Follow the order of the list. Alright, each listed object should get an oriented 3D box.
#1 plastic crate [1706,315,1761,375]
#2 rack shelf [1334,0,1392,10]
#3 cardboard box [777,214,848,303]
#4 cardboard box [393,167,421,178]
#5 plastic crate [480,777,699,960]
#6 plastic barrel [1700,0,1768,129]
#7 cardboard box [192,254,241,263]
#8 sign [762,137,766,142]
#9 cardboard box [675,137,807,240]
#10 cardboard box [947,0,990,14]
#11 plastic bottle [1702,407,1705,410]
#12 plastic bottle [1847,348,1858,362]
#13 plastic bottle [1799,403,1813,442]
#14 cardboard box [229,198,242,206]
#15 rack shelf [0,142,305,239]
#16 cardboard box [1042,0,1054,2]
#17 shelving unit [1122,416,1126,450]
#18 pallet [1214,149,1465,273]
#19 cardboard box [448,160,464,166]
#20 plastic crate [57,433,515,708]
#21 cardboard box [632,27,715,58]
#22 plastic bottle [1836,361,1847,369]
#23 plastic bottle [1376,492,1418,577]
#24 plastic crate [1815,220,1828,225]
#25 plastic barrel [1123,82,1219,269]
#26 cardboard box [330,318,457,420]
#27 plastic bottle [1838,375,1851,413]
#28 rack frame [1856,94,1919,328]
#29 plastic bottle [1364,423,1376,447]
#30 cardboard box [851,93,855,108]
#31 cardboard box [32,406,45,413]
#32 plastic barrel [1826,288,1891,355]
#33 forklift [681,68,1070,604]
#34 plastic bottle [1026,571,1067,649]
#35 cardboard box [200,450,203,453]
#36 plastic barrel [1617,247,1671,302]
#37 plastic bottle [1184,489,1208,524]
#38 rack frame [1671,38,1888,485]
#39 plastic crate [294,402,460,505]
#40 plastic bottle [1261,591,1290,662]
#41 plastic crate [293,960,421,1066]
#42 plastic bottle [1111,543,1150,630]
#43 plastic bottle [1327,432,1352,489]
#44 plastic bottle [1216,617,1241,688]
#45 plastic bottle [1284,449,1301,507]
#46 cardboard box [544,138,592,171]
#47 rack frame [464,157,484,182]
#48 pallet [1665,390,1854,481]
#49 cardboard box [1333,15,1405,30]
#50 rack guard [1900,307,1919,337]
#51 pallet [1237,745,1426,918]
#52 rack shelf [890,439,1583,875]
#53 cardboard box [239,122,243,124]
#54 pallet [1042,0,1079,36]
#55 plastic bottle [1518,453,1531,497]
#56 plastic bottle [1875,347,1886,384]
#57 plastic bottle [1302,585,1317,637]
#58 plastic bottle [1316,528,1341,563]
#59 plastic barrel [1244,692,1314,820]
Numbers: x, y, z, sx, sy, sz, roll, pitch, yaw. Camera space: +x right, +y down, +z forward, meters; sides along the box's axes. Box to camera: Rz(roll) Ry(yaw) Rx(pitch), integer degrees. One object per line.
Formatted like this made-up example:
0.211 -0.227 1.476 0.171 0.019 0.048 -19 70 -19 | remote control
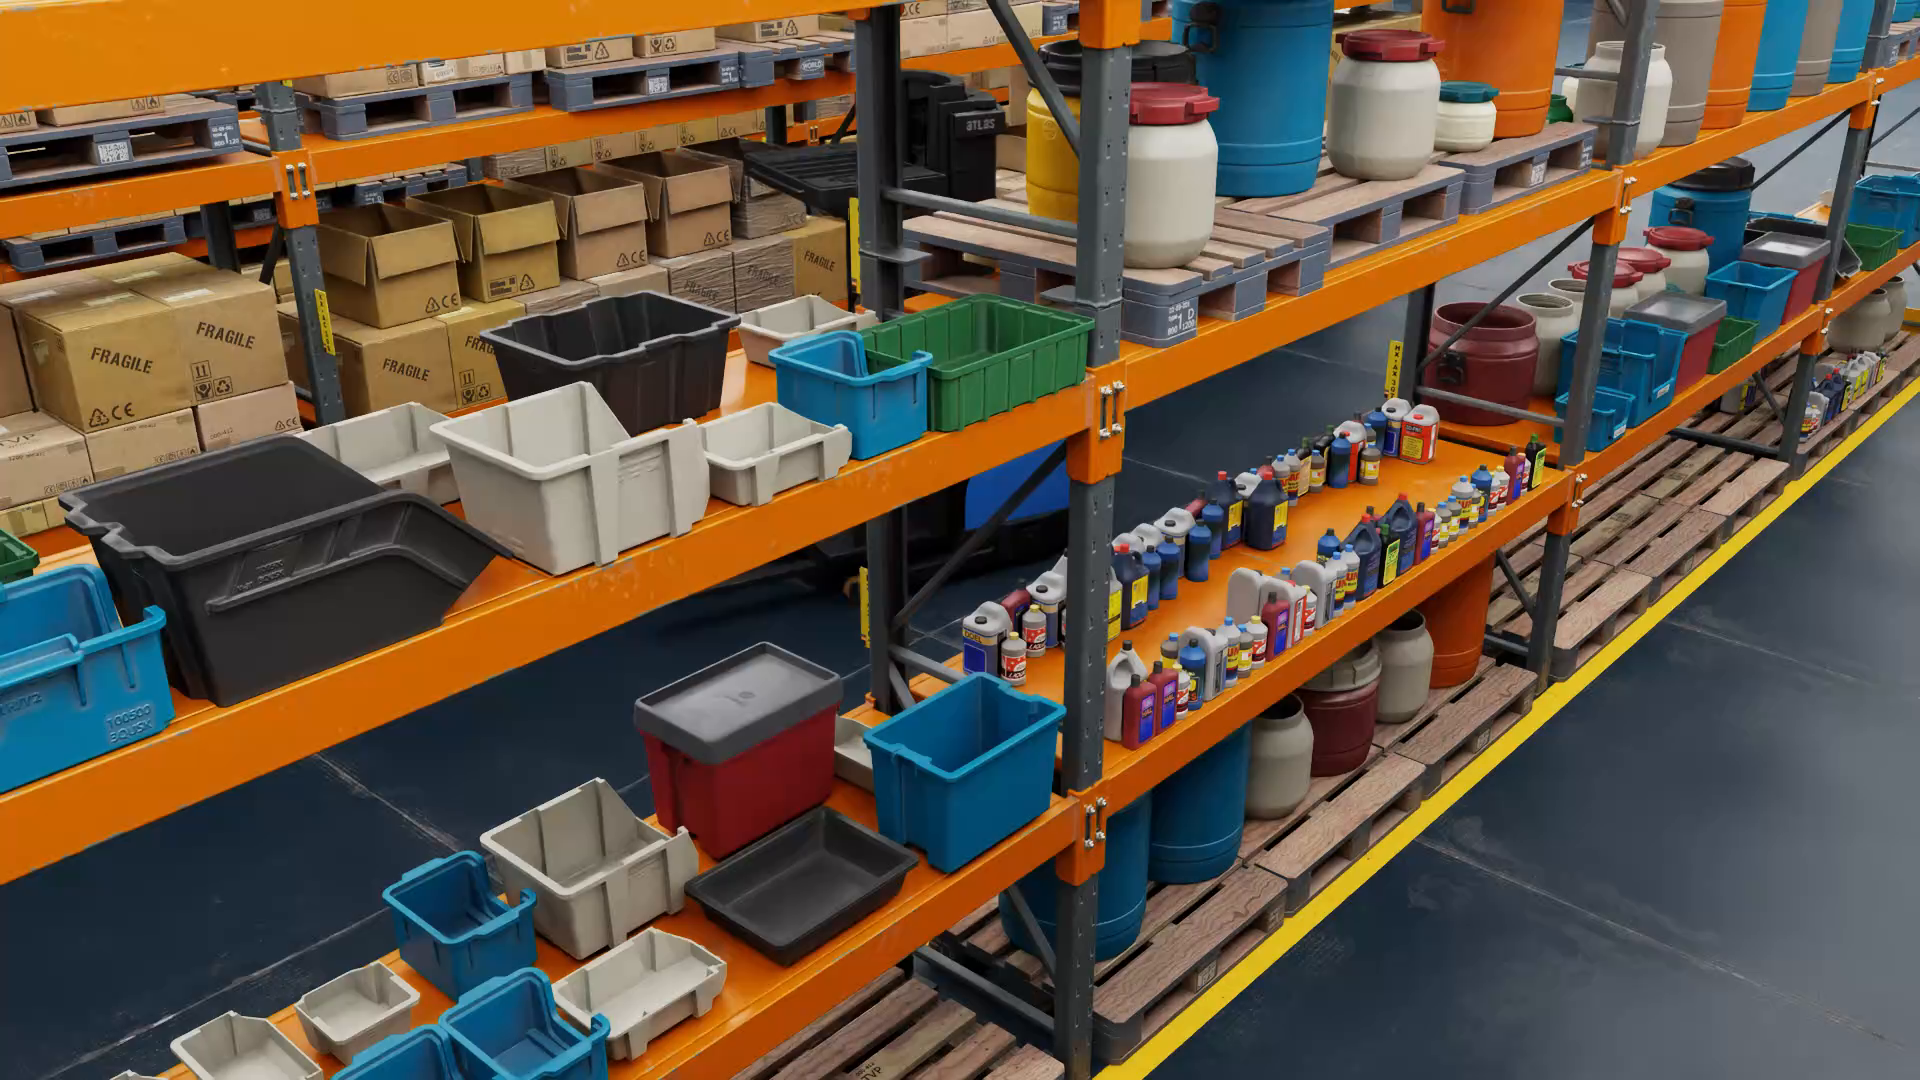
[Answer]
4.464 -1.196 10.011 0.450 0.188 0.662 20 31 38 | plastic crate
3.062 -4.903 15.232 1.077 0.370 4.000 20 31 38 | rack shelf
-1.087 -1.862 11.114 0.500 0.500 0.500 21 32 39 | cardboard box
-4.722 -3.146 13.893 0.380 0.149 0.250 20 31 37 | cardboard box
-1.080 0.978 4.973 0.437 0.282 0.530 20 31 38 | plastic crate
3.892 -2.637 8.773 0.600 0.830 0.708 20 31 38 | plastic barrel
-6.234 -2.208 13.633 0.500 0.250 0.500 19 30 35 | cardboard box
-1.353 -2.672 11.724 0.100 0.325 0.005 20 31 38 | sign
-1.442 -2.319 10.908 0.797 0.503 0.637 21 32 39 | cardboard box
-0.096 -3.903 11.390 0.500 0.500 0.500 20 31 38 | cardboard box
5.491 -1.099 12.316 0.061 0.283 0.133 22 32 40 | plastic bottle
6.918 -1.361 12.901 0.061 0.283 0.133 20 31 38 | plastic bottle
5.955 -0.834 11.740 0.097 0.271 0.097 0 24 0 | plastic bottle
-5.765 -2.672 12.836 0.380 0.149 0.250 19 31 37 | cardboard box
-4.947 -1.247 7.077 1.077 0.370 4.000 20 31 38 | rack shelf
0.550 -4.108 12.352 0.380 0.166 0.250 19 30 36 | cardboard box
0.708 -1.221 11.640 0.587 1.500 1.083 12 27 25 | shelving unit
1.282 -1.358 6.676 1.003 0.211 1.213 20 31 38 | pallet
-4.468 -3.676 15.159 0.500 0.500 0.500 20 31 38 | cardboard box
-1.369 0.025 3.438 0.504 0.338 0.767 20 31 38 | plastic crate
-1.806 -3.148 9.802 0.500 0.500 0.500 22 32 40 | cardboard box
6.800 -1.281 12.823 0.097 0.201 0.097 0 24 0 | plastic bottle
1.894 -0.034 7.221 0.144 0.351 0.185 20 31 38 | plastic bottle
6.311 -2.344 12.634 0.530 0.136 0.437 20 31 38 | plastic crate
0.615 -1.178 5.364 0.433 0.535 0.433 0 24 0 | plastic barrel
-3.119 -0.933 9.043 0.500 0.500 0.500 20 31 38 | cardboard box
6.531 -1.091 12.299 0.061 0.283 0.133 22 32 40 | plastic bottle
8.085 -3.119 14.041 1.000 3.000 0.127 20 31 38 | rack frame
2.054 -0.490 8.420 0.097 0.201 0.097 0 24 0 | plastic bottle
-1.311 -4.996 18.043 0.875 0.550 0.550 20 31 38 | cardboard box
-4.456 -0.661 8.378 0.500 0.250 0.500 20 31 37 | cardboard box
7.369 -1.802 13.629 0.421 0.512 0.421 0 24 0 | plastic barrel
-0.608 -1.202 9.848 3.031 2.935 1.130 -13 27 -27 | forklift
0.343 0.274 6.625 0.152 0.276 0.135 20 31 38 | plastic bottle
-3.743 -0.440 8.372 0.380 0.149 0.250 21 32 38 | cardboard box
4.124 -1.508 10.280 0.433 0.535 0.433 0 24 0 | plastic barrel
1.044 -0.078 7.400 0.061 0.283 0.133 20 31 38 | plastic bottle
5.416 -1.901 11.323 1.000 3.000 0.127 20 31 38 | rack frame
-1.399 -0.190 4.164 0.437 0.136 0.530 20 31 38 | plastic crate
1.232 0.324 6.503 0.061 0.283 0.133 20 31 38 | plastic bottle
-1.628 1.279 4.479 0.298 0.136 0.250 20 31 38 | plastic crate
0.677 0.173 6.758 0.144 0.351 0.185 20 31 38 | plastic bottle
1.855 -0.394 8.120 0.097 0.271 0.097 0 24 0 | plastic bottle
1.011 0.419 6.306 0.097 0.271 0.097 0 24 0 | plastic bottle
1.567 -0.300 7.910 0.097 0.271 0.097 0 24 0 | plastic bottle
-3.731 -3.684 15.178 0.500 0.500 0.500 20 31 37 | cardboard box
-4.568 -3.419 14.710 1.000 3.000 0.127 20 31 38 | rack frame
5.895 -0.821 12.324 1.003 0.211 1.213 20 31 38 | pallet
3.885 -4.720 15.904 0.500 0.500 0.500 20 31 38 | cardboard box
8.070 -1.943 14.472 1.175 0.500 0.348 20 31 38 | rack guard
1.437 1.212 7.789 1.003 0.211 1.213 20 31 38 | pallet
1.411 0.256 7.393 1.077 0.370 4.000 20 31 38 | rack shelf
-5.897 -3.279 13.464 0.380 0.149 0.250 21 32 39 | cardboard box
0.546 -4.060 12.702 1.213 0.211 1.003 20 31 38 | pallet
2.703 -0.321 8.043 0.097 0.201 0.097 0 24 0 | plastic bottle
7.122 -1.361 12.901 0.061 0.283 0.133 21 32 39 | plastic bottle
1.385 0.280 6.701 0.097 0.201 0.097 0 24 0 | plastic bottle
1.562 0.079 7.064 0.097 0.271 0.097 0 24 0 | plastic bottle
1.368 0.956 7.479 0.421 0.512 0.421 0 24 0 | plastic barrel
